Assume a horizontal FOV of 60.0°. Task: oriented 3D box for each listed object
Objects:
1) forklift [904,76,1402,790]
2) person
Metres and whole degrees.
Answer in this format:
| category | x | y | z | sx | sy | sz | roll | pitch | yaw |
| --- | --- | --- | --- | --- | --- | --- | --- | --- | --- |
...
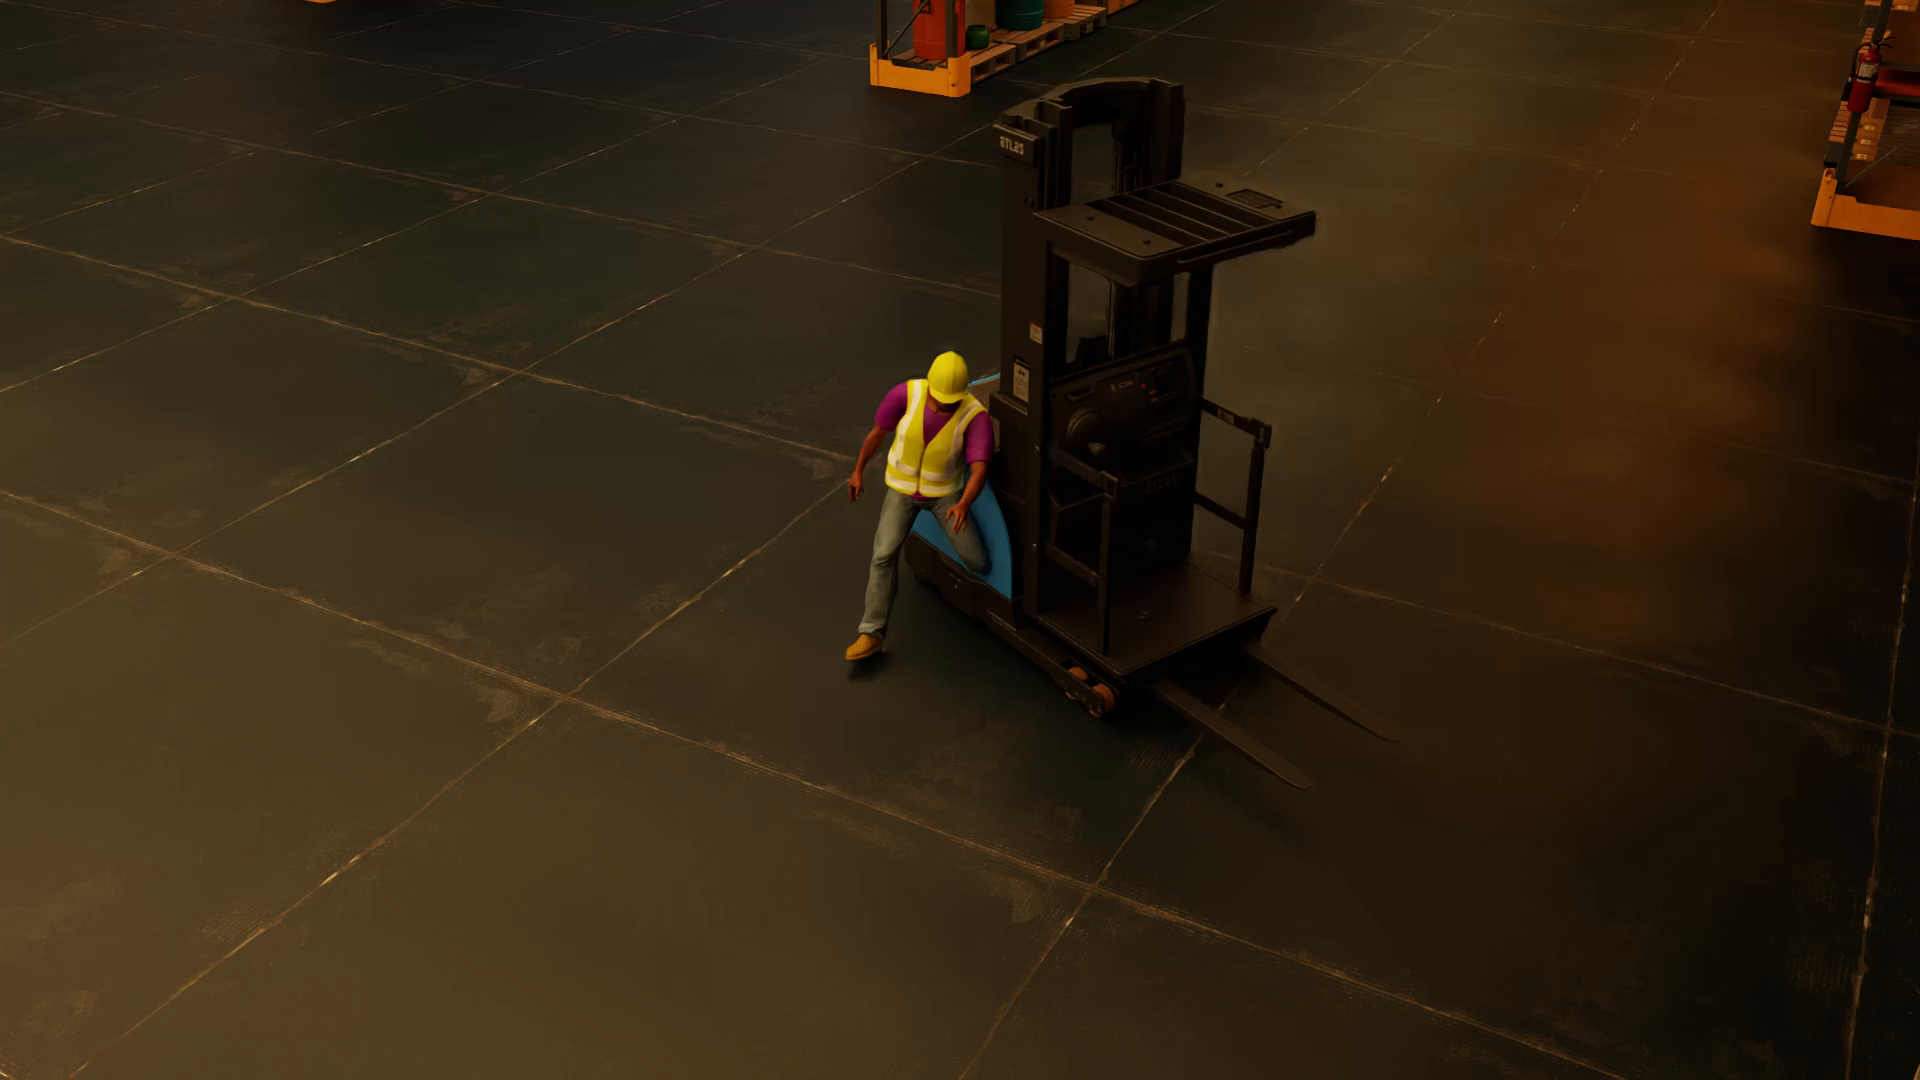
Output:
| category | x | y | z | sx | sy | sz | roll | pitch | yaw |
| --- | --- | --- | --- | --- | --- | --- | --- | --- | --- |
| forklift | 0.950 | -0.647 | 8.192 | 1.130 | 2.935 | 3.031 | -20 | 36 | -31 |
| person | -0.180 | -0.192 | 8.681 | 0.917 | 1.613 | 0.967 | 6 | 31 | 10 |
